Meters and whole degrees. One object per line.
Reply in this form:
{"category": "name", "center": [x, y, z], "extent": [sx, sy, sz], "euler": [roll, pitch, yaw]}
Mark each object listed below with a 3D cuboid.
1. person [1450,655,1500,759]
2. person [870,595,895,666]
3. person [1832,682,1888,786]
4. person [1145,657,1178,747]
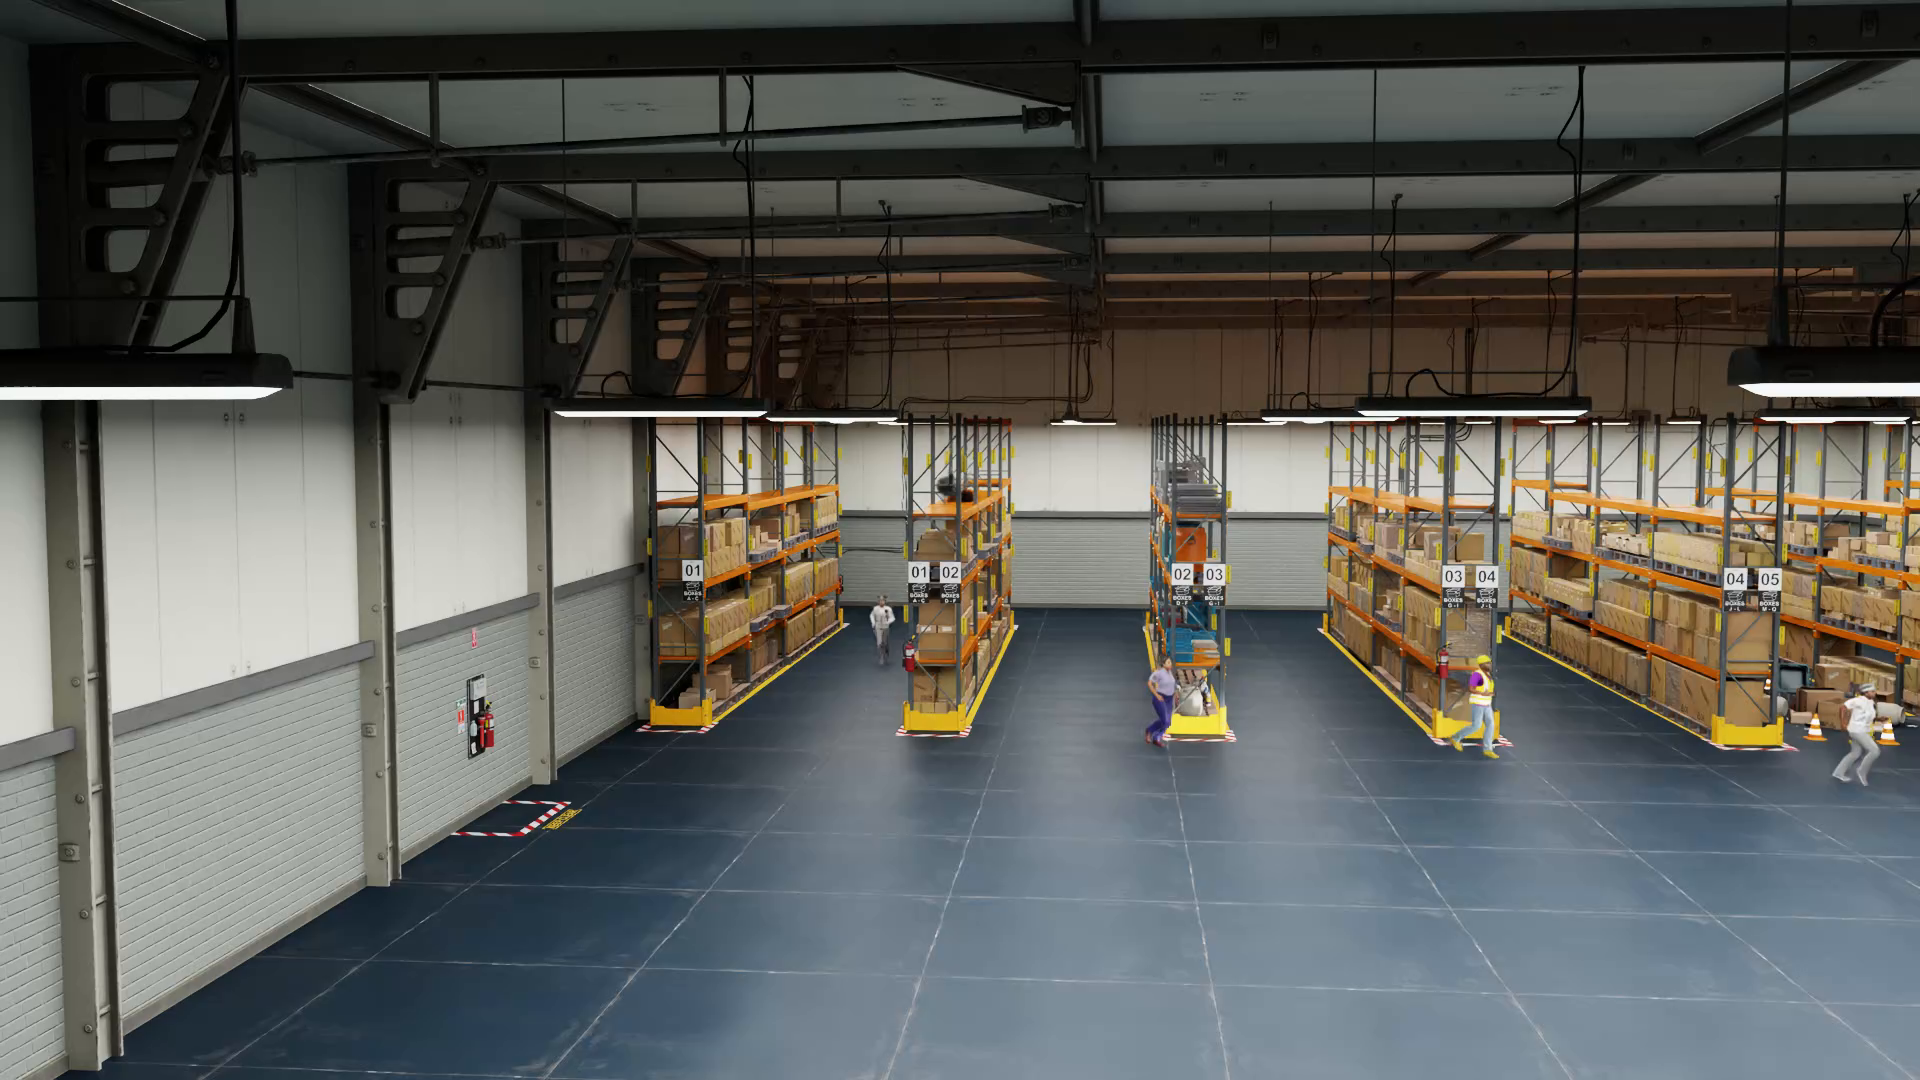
{"category": "person", "center": [9.072, 2.892, 29.069], "extent": [0.886, 1.773, 0.707], "euler": [4, 5, 44]}
{"category": "person", "center": [-1.889, 2.166, 40.402], "extent": [0.620, 1.699, 0.774], "euler": [0, 4, 4]}
{"category": "person", "center": [14.396, 3.090, 26.597], "extent": [0.603, 1.677, 0.797], "euler": [-3, 5, -41]}
{"category": "person", "center": [3.678, 2.908, 30.053], "extent": [0.527, 1.598, 0.627], "euler": [3, 5, 41]}
